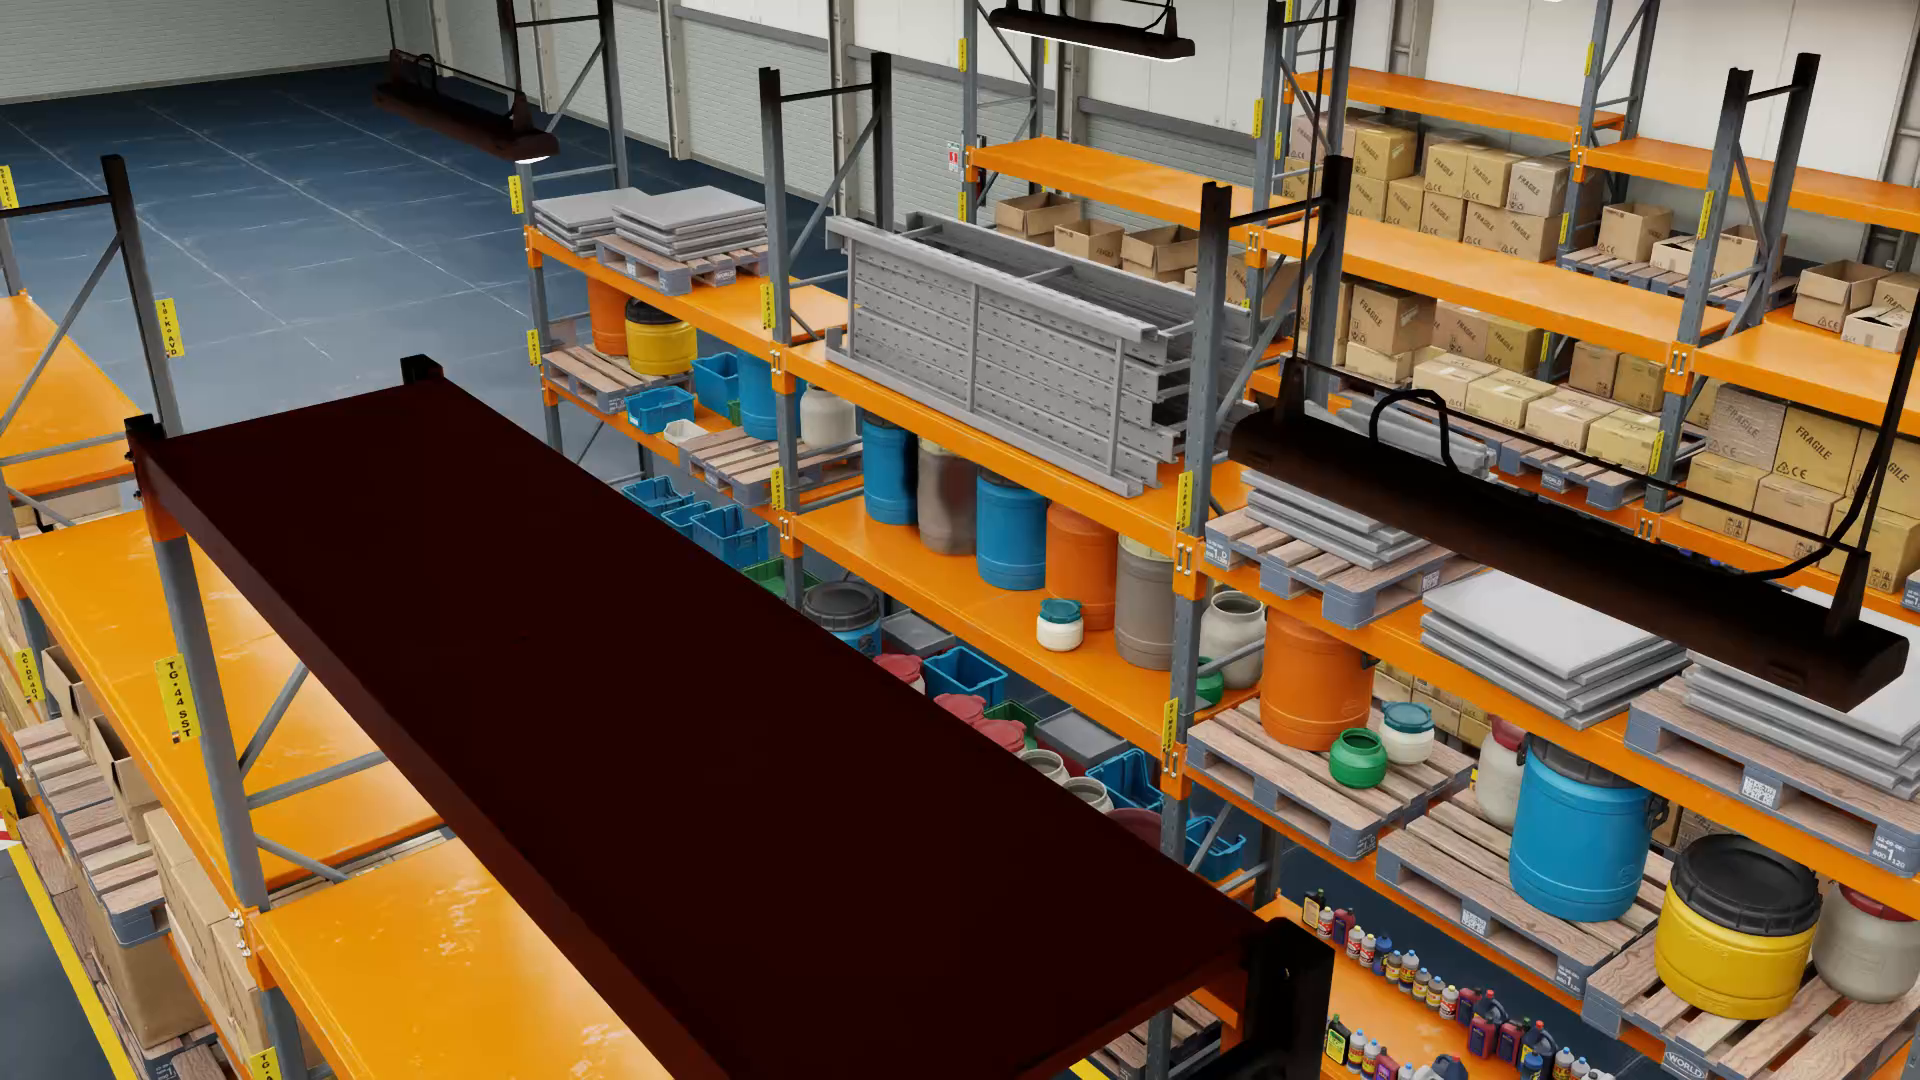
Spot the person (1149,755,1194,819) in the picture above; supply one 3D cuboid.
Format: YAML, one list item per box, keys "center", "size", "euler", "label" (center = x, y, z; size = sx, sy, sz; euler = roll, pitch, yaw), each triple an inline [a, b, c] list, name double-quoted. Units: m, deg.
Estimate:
- center: [1.659, 1.660, 13.005]
  size: [0.578, 1.647, 0.932]
  euler: [-18, 31, -33]
  label: "person"

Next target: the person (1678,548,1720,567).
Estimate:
- center: [6.604, 0.578, 15.239]
  size: [0.455, 1.665, 0.503]
  euler: [5, 26, 9]
  label: "person"
